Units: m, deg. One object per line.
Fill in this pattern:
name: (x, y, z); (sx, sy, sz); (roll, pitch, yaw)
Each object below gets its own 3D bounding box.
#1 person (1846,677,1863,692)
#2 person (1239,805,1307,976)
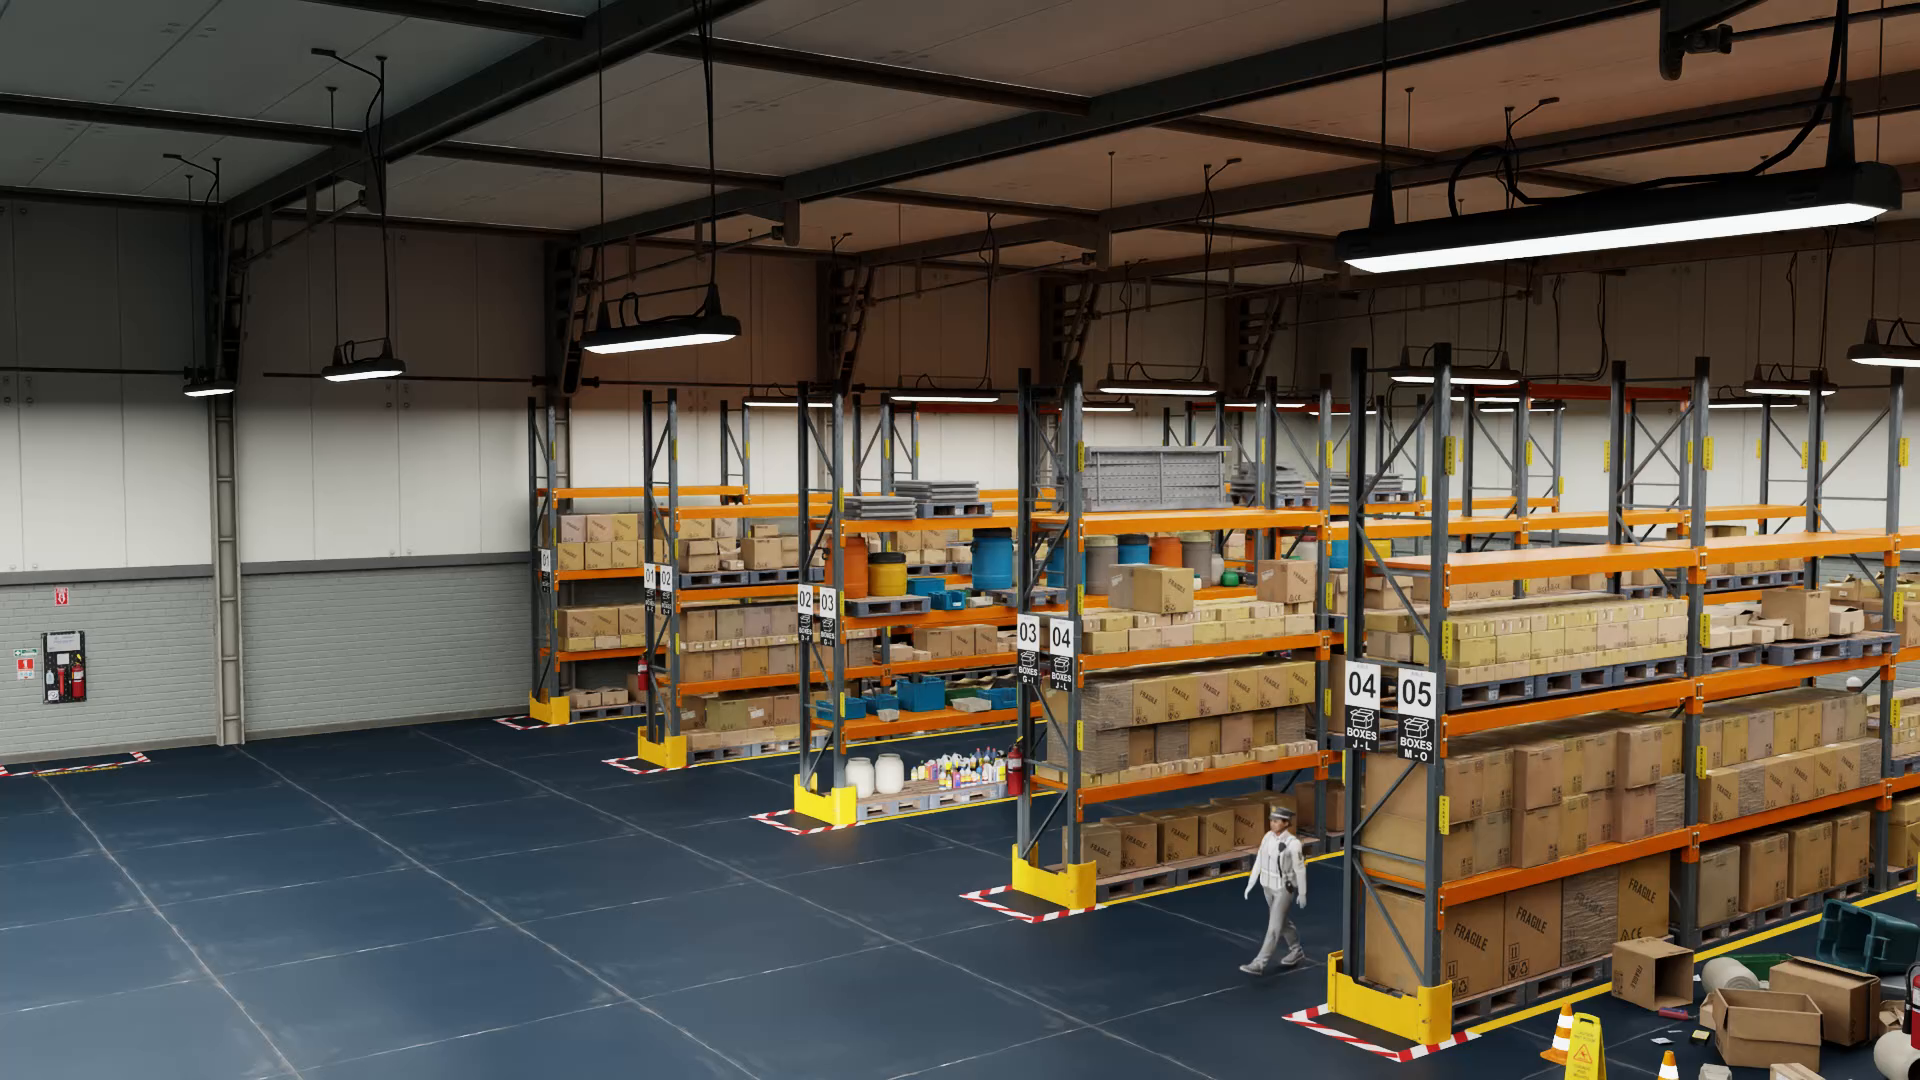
person: (12.915, 2.868, 24.098); (0.547, 1.763, 0.595); (-2, 4, -28)
person: (3.004, 3.377, 16.109); (1.041, 1.626, 0.498); (-2, 4, -32)
